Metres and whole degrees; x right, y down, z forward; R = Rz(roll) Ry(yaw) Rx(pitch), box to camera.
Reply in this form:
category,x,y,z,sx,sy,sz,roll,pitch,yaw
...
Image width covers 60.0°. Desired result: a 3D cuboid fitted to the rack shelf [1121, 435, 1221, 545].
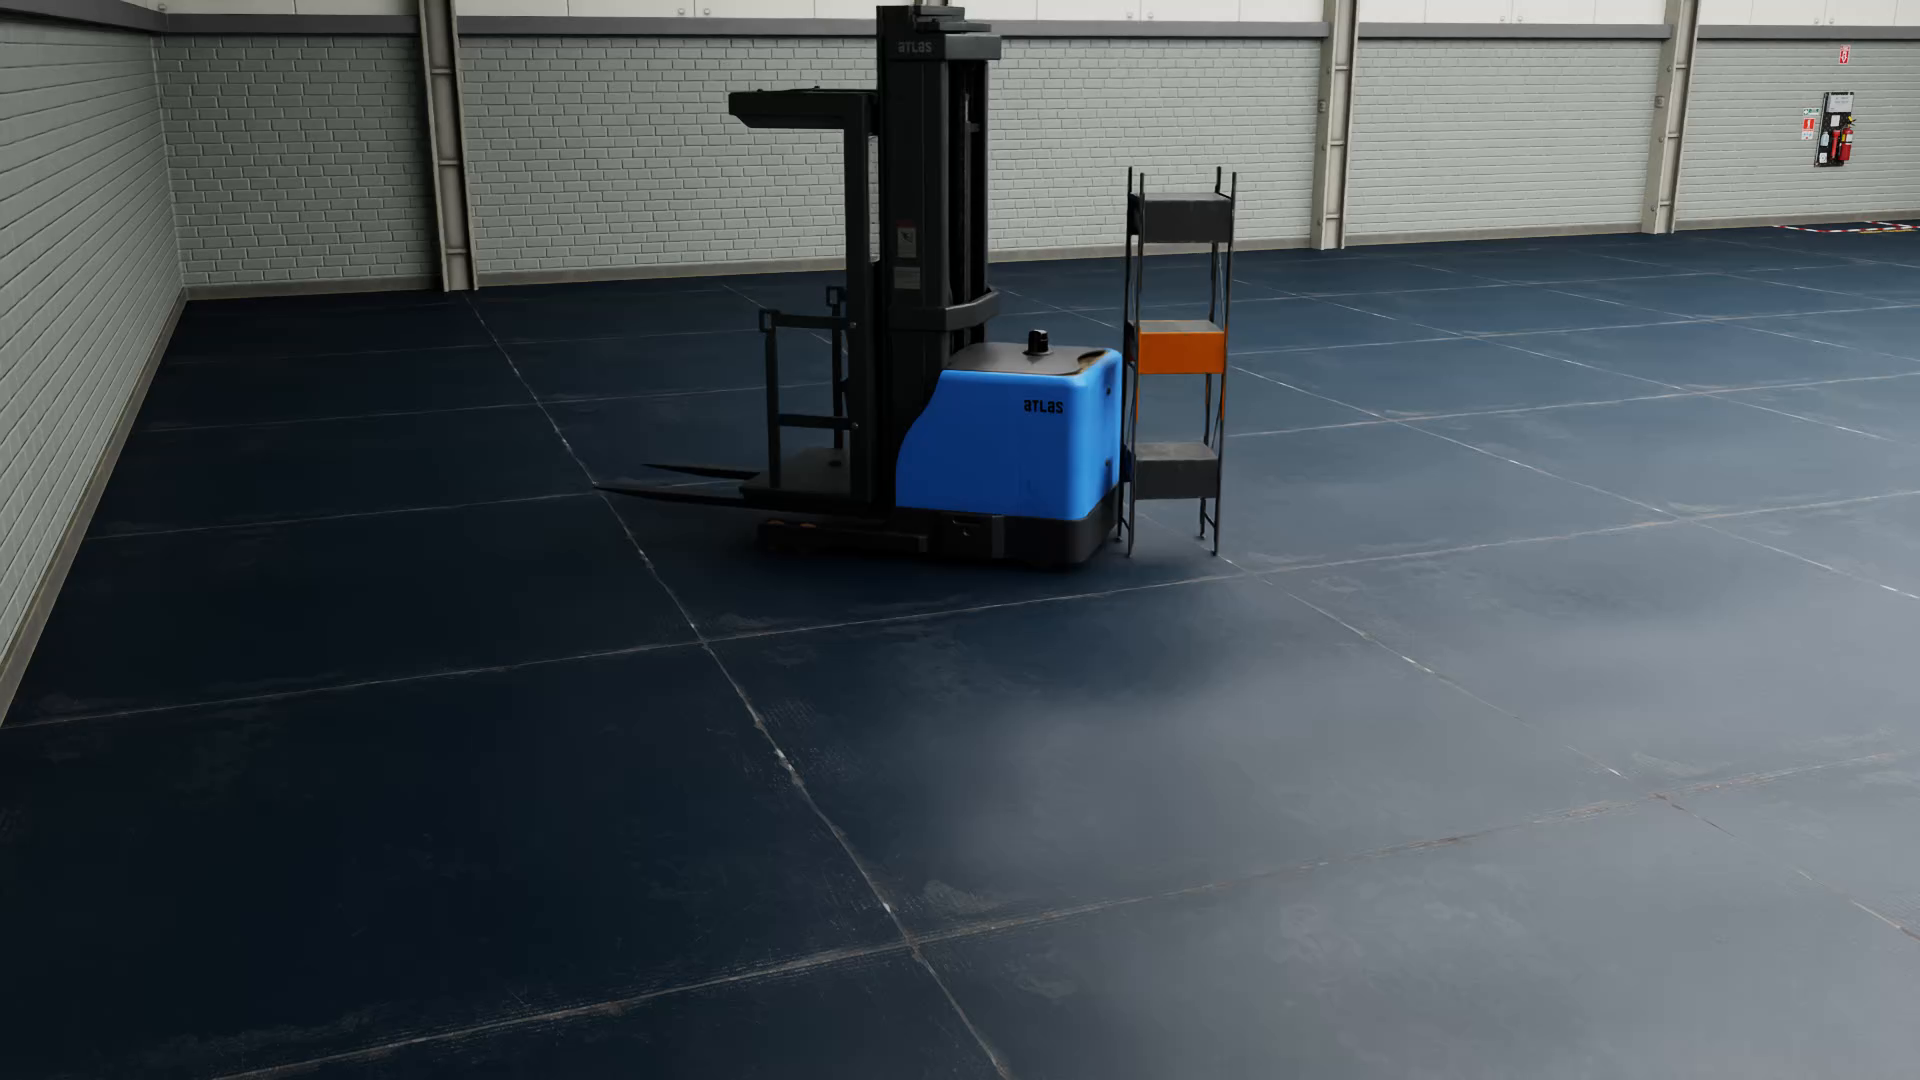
category,x,y,z,sx,sy,sz,roll,pitch,yaw
rack shelf,1.178,-0.286,9.366,0.480,0.518,0.431,-1,17,-4

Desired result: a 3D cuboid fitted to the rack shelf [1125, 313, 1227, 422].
category,x,y,z,sx,sy,sz,roll,pitch,yaw
rack shelf,1.178,-0.955,9.159,0.480,0.518,0.431,-1,17,-4

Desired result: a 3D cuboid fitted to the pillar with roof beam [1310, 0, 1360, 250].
category,x,y,z,sx,sy,sz,roll,pitch,yaw
pillar with roof beam,6.806,-7.377,18.750,0.400,9.000,9.100,-6,17,-20

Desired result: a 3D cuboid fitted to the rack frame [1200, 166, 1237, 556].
category,x,y,z,sx,sy,sz,roll,pitch,yaw
rack frame,1.422,-0.973,9.173,0.015,2.100,0.400,-1,17,-4

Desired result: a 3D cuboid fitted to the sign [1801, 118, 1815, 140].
category,x,y,z,sx,sy,sz,roll,pitch,yaw
sign,13.596,-6.591,26.655,0.234,0.329,0.001,-6,17,-20

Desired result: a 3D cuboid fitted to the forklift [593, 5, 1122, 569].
category,x,y,z,sx,sy,sz,roll,pitch,yaw
forklift,-0.635,-1.469,9.399,3.031,2.935,1.130,5,17,17

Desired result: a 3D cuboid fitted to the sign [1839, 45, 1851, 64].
category,x,y,z,sx,sy,sz,roll,pitch,yaw
sign,14.106,-7.740,26.518,0.199,0.298,0.001,-6,17,-20

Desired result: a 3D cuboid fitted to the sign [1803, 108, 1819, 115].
category,x,y,z,sx,sy,sz,roll,pitch,yaw
sign,13.604,-6.843,26.574,0.331,0.109,0.001,-6,17,-20

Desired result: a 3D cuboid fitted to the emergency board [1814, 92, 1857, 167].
category,x,y,z,sx,sy,sz,roll,pitch,yaw
emergency board,14.149,-6.602,26.758,0.643,1.169,0.194,-6,17,-20

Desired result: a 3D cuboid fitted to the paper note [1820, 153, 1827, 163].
category,x,y,z,sx,sy,sz,roll,pitch,yaw
paper note,13.959,-6.180,26.883,0.142,0.148,0.016,-6,17,-20

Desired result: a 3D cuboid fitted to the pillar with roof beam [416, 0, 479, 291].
category,x,y,z,sx,sy,sz,roll,pitch,yaw
pillar with roof beam,-4.400,-6.168,14.630,0.400,9.000,9.100,-6,17,-20

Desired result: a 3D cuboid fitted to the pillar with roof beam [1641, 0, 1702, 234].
category,x,y,z,sx,sy,sz,roll,pitch,yaw
pillar with roof beam,12.408,-7.982,20.810,0.400,9.000,9.100,-6,17,-20

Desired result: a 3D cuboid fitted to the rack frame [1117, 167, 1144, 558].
category,x,y,z,sx,sy,sz,roll,pitch,yaw
rack frame,0.935,-0.962,9.138,0.015,2.100,0.400,-1,17,-4

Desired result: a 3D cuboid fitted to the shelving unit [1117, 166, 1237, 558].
category,x,y,z,sx,sy,sz,roll,pitch,yaw
shelving unit,1.178,-0.968,9.155,0.503,2.100,0.431,-1,17,-4

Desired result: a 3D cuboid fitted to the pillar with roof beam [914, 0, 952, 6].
category,x,y,z,sx,sy,sz,roll,pitch,yaw
pillar with roof beam,1.203,-6.773,16.690,0.400,9.000,9.100,-6,17,-20

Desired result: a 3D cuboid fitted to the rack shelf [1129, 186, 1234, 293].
category,x,y,z,sx,sy,sz,roll,pitch,yaw
rack shelf,1.179,-1.623,8.953,0.480,0.518,0.431,-1,17,-4
